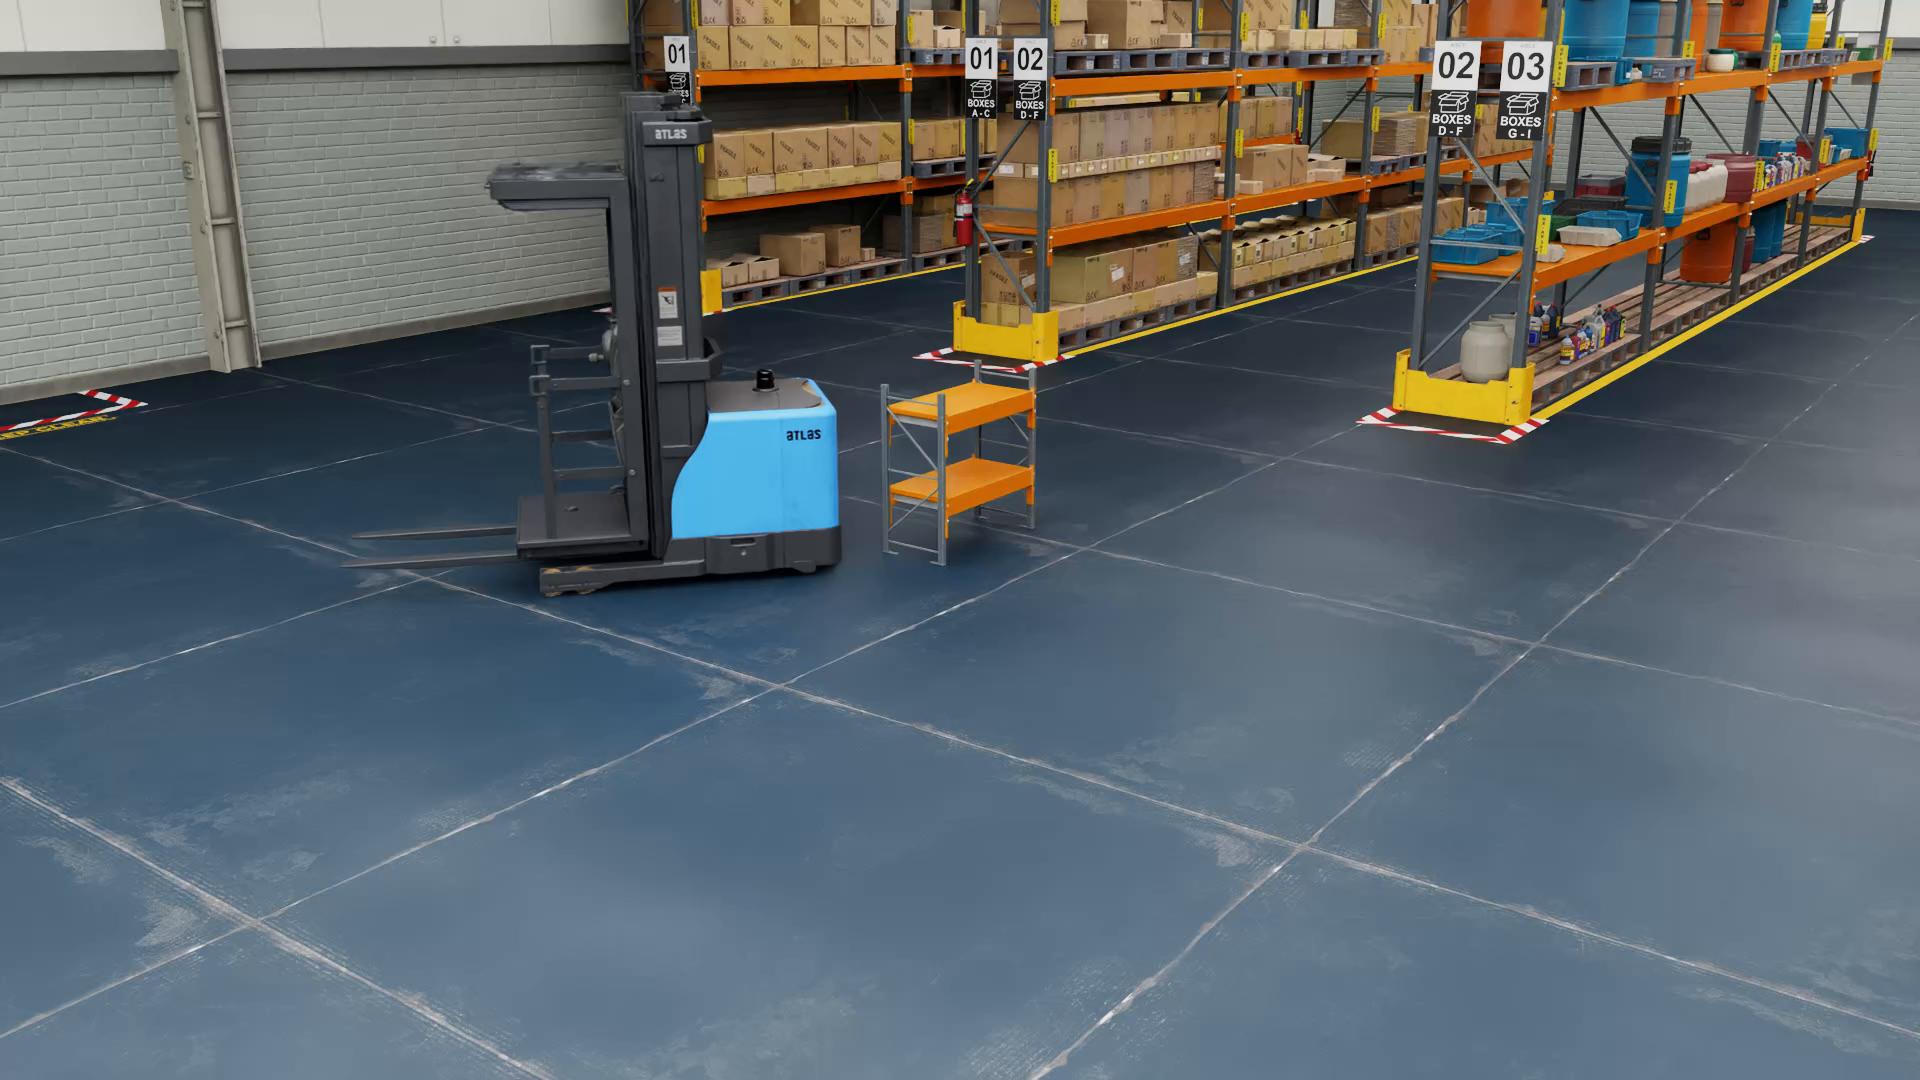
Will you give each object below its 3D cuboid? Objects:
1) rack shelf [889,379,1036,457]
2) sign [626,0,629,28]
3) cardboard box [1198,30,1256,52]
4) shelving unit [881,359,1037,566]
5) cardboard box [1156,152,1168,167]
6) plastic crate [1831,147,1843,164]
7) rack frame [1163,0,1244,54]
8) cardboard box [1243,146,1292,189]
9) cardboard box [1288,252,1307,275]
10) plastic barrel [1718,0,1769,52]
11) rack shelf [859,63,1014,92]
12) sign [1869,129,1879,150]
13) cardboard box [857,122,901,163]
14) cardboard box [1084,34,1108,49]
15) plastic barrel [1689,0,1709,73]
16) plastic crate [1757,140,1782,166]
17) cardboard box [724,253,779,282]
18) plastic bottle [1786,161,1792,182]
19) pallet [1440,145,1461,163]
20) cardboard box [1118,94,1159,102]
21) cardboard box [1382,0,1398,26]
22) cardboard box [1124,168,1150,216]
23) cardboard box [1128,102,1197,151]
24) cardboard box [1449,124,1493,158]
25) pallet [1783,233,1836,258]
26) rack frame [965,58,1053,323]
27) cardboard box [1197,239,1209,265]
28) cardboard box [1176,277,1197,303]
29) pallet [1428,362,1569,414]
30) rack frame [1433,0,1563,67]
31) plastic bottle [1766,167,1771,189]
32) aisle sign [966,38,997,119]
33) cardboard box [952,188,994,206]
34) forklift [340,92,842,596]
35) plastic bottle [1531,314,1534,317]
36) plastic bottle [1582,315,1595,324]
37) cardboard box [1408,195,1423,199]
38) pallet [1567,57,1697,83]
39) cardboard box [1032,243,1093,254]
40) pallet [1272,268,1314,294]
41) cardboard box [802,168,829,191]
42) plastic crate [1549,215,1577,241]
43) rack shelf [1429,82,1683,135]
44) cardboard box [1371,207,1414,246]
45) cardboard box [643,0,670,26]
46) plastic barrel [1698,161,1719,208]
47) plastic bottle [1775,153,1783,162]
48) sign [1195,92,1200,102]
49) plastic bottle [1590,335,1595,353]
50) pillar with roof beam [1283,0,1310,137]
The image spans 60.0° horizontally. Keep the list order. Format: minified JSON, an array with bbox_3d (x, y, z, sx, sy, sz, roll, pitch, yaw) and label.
[{"bbox_3d":[0.004,-0.818,10.995,0.538,0.278,1.000,12,21,35],"label":"rack shelf"},{"bbox_3d":[-3.923,-6.246,19.747,0.100,0.325,0.005,12,21,35],"label":"sign"},{"bbox_3d":[3.249,-6.072,20.226,0.500,0.250,0.500,15,23,40],"label":"cardboard box"},{"bbox_3d":[0.004,-0.539,11.082,0.538,1.125,1.048,12,21,35],"label":"shelving unit"},{"bbox_3d":[2.127,-4.318,18.830,0.380,0.149,0.250,13,22,36],"label":"cardboard box"},{"bbox_3d":[12.983,-5.762,24.921,0.416,0.233,0.300,12,21,35],"label":"plastic crate"},{"bbox_3d":[2.875,-7.231,19.354,1.000,3.000,0.127,12,21,35],"label":"rack frame"},{"bbox_3d":[3.958,-4.838,21.597,0.500,0.500,0.500,12,21,35],"label":"cardboard box"},{"bbox_3d":[4.230,-3.672,21.938,0.500,0.250,0.500,13,21,36],"label":"cardboard box"},{"bbox_3d":[9.574,-6.415,20.353,0.600,0.830,0.708,12,21,35],"label":"plastic barrel"},{"bbox_3d":[0.086,-6.805,24.256,1.077,0.370,4.000,12,21,35],"label":"rack shelf"},{"bbox_3d":[14.452,-6.332,26.302,0.100,0.325,0.005,12,21,35],"label":"sign"},{"bbox_3d":[-1.139,-5.369,22.430,0.500,0.500,0.500,12,21,35],"label":"cardboard box"},{"bbox_3d":[1.334,-5.242,17.488,0.380,0.149,0.250,12,21,35],"label":"cardboard box"},{"bbox_3d":[8.180,-5.767,18.974,0.600,0.830,0.708,12,21,35],"label":"plastic barrel"},{"bbox_3d":[11.621,-5.587,24.104,0.392,0.384,0.575,12,21,35],"label":"plastic crate"},{"bbox_3d":[-2.665,-3.498,21.242,0.500,0.311,0.500,15,22,39],"label":"cardboard box"},{"bbox_3d":[11.124,-4.978,22.424,0.152,0.276,0.135,12,21,35],"label":"plastic bottle"},{"bbox_3d":[7.077,-6.008,25.858,1.003,0.211,1.213,12,21,35],"label":"pallet"},{"bbox_3d":[2.972,-7.305,27.741,0.500,0.250,0.500,13,21,36],"label":"cardboard box"},{"bbox_3d":[5.827,-7.500,23.426,0.500,0.500,0.500,12,21,35],"label":"cardboard box"},{"bbox_3d":[1.700,-3.939,18.701,0.700,0.500,0.500,13,22,36],"label":"cardboard box"},{"bbox_3d":[2.315,-4.806,19.305,0.700,0.500,0.500,12,21,35],"label":"cardboard box"},{"bbox_3d":[8.164,-6.392,26.601,0.500,0.500,0.500,13,22,36],"label":"cardboard box"},{"bbox_3d":[12.751,-4.537,25.498,1.003,0.211,1.213,12,21,35],"label":"pallet"},{"bbox_3d":[0.491,-3.413,17.176,1.000,3.000,0.127,12,21,35],"label":"rack frame"},{"bbox_3d":[2.886,-3.668,20.980,0.500,0.311,0.500,12,21,35],"label":"cardboard box"},{"bbox_3d":[2.468,-2.987,19.732,0.500,0.250,0.500,12,21,35],"label":"cardboard box"},{"bbox_3d":[4.963,-1.424,15.473,1.003,0.211,1.213,12,21,35],"label":"pallet"},{"bbox_3d":[4.467,-5.402,13.465,1.000,3.000,0.127,12,21,35],"label":"rack frame"},{"bbox_3d":[10.393,-4.670,21.440,0.097,0.271,0.097,0,17,0],"label":"plastic bottle"},{"bbox_3d":[0.216,-4.691,16.907,0.394,0.787,0.004,12,21,35],"label":"aisle sign"},{"bbox_3d":[0.198,-5.139,24.941,0.500,0.250,0.500,12,21,34],"label":"cardboard box"},{"bbox_3d":[-2.326,-1.228,10.256,3.031,2.935,1.130,-4,18,-13],"label":"forklift"},{"bbox_3d":[5.866,-2.191,17.100,0.097,0.271,0.097,0,17,0],"label":"plastic bottle"},{"bbox_3d":[6.450,-2.169,17.021,0.152,0.276,0.135,12,21,35],"label":"plastic bottle"},{"bbox_3d":[7.157,-5.215,26.453,0.500,0.500,0.500,11,21,32],"label":"cardboard box"},{"bbox_3d":[6.499,-4.643,16.397,1.213,0.211,1.003,12,21,35],"label":"pallet"},{"bbox_3d":[1.156,-3.080,18.766,0.500,0.500,0.500,12,21,35],"label":"cardboard box"},{"bbox_3d":[4.009,-3.508,22.185,1.003,0.211,1.213,12,21,35],"label":"pallet"},{"bbox_3d":[-2.034,-4.652,21.385,0.500,0.250,0.500,13,21,35],"label":"cardboard box"},{"bbox_3d":[5.815,-3.115,16.574,0.450,0.188,0.662,12,21,35],"label":"plastic crate"},{"bbox_3d":[5.659,-4.102,15.551,1.077,0.370,4.000,12,21,35],"label":"rack shelf"},{"bbox_3d":[6.369,-4.637,24.591,0.500,0.500,0.500,12,21,34],"label":"cardboard box"},{"bbox_3d":[-3.442,-6.404,19.861,0.500,0.500,0.500,14,22,37],"label":"cardboard box"},{"bbox_3d":[8.541,-4.112,19.240,0.421,0.512,0.421,0,17,0],"label":"plastic barrel"},{"bbox_3d":[11.106,-5.076,22.615,0.144,0.351,0.185,12,21,35],"label":"plastic bottle"},{"bbox_3d":[4.102,-7.567,28.735,0.100,0.325,0.005,12,21,35],"label":"sign"},{"bbox_3d":[6.243,-1.965,16.491,0.097,0.201,0.097,0,17,0],"label":"plastic bottle"},{"bbox_3d":[10.415,-10.998,31.487,9.100,9.000,0.400,12,21,35],"label":"pillar with roof beam"}]
